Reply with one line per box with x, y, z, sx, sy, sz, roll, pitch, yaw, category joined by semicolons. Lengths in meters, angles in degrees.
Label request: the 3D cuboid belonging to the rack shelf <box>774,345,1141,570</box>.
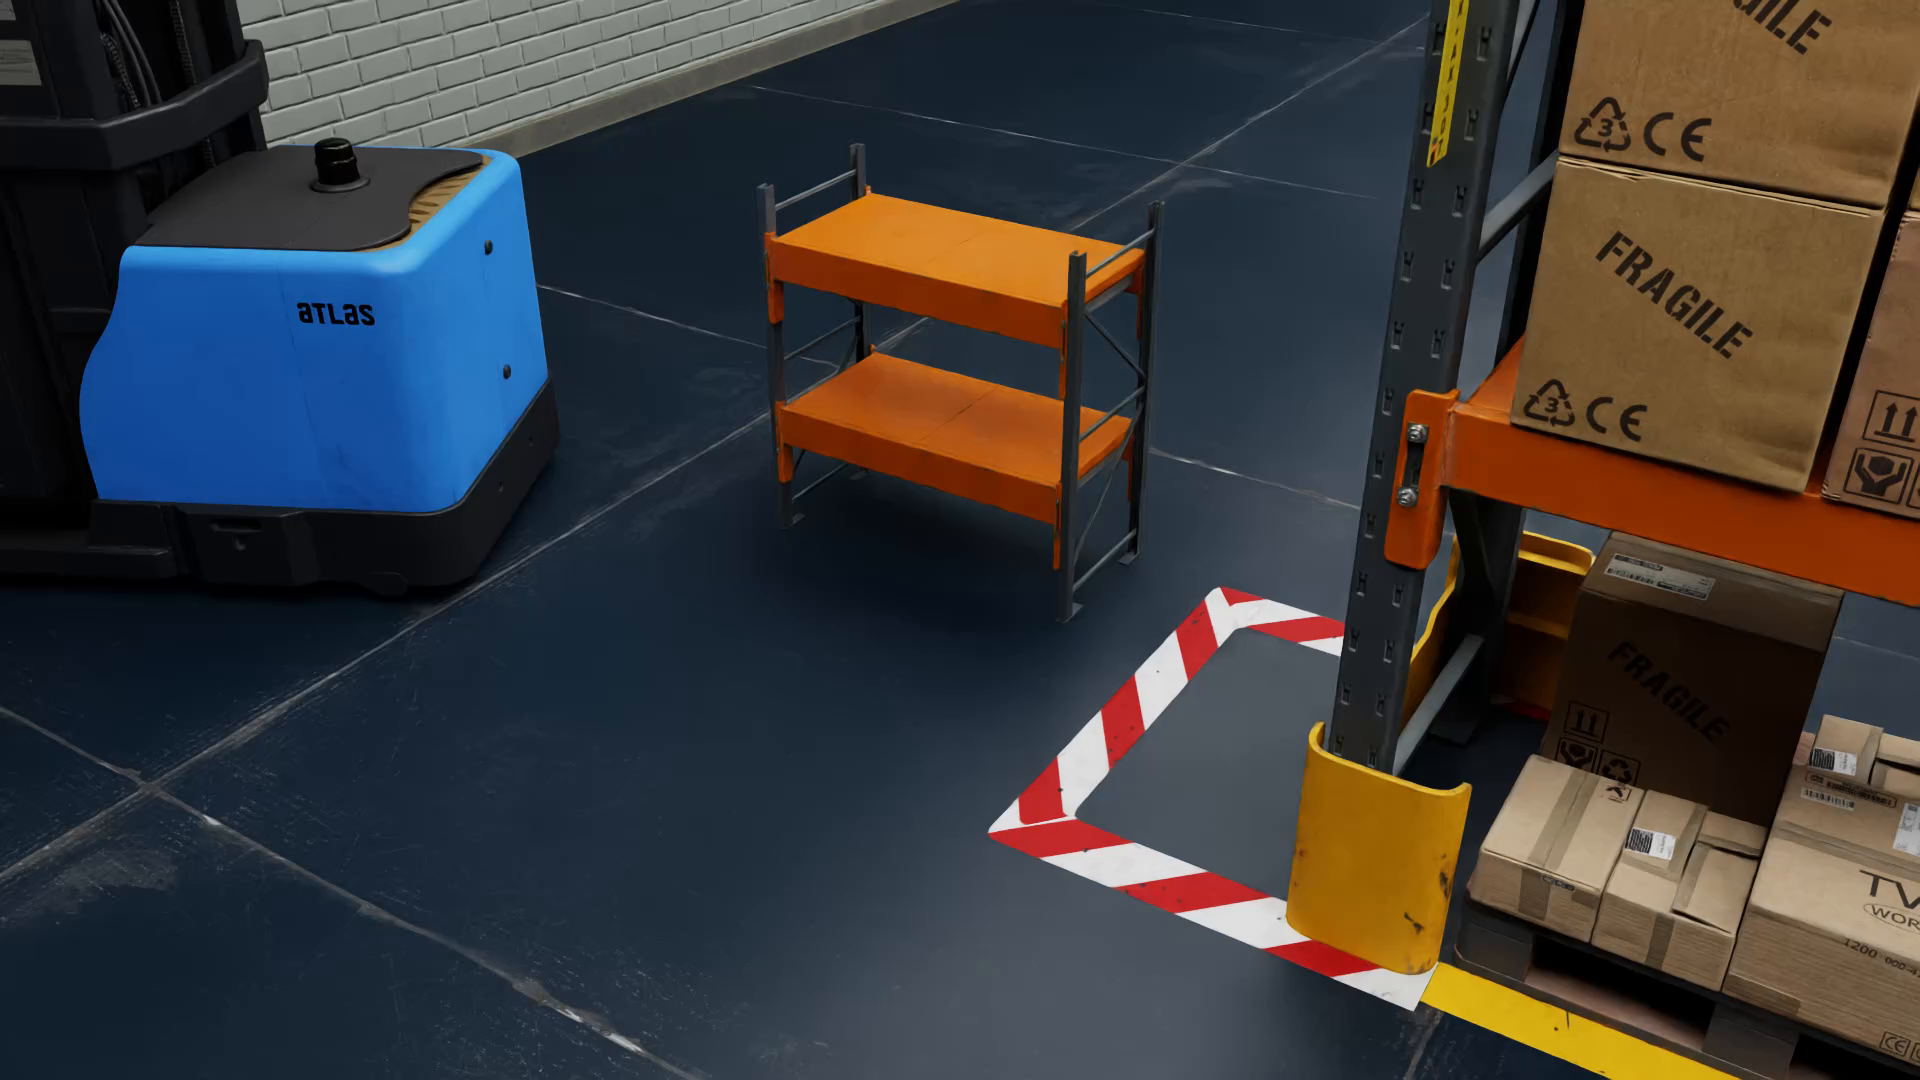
-0.006;-0.276;5.093;1.000;0.278;0.538;18;35;27;rack shelf

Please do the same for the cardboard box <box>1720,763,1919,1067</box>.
1.841;0.748;3.283;0.500;0.250;0.500;18;35;27;cardboard box

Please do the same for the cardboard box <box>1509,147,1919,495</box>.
1.343;-0.462;2.966;0.500;0.500;0.500;18;35;28;cardboard box

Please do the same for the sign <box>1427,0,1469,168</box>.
0.819;-0.792;2.772;0.005;0.325;0.100;18;35;27;sign

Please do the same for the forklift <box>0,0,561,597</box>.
-2.911;-1.392;4.727;3.031;2.935;1.130;2;30;4;forklift

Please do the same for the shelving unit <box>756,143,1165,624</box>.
-0.006;-0.488;4.970;1.048;1.125;0.538;18;35;27;shelving unit

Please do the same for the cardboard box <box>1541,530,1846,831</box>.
1.699;0.280;3.837;0.500;0.500;0.500;18;35;27;cardboard box

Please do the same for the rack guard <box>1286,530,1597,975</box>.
1.172;0.450;3.983;0.348;0.500;1.175;18;35;27;rack guard

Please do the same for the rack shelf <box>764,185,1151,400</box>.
-0.006;-0.740;4.822;1.000;0.278;0.538;18;35;27;rack shelf

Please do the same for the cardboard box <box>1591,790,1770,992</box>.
1.491;0.709;3.432;0.250;0.166;0.380;18;35;27;cardboard box

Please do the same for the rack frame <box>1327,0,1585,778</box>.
1.107;-0.650;3.388;0.127;3.000;1.000;18;35;27;rack frame

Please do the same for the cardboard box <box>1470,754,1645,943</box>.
1.279;0.650;3.551;0.250;0.149;0.380;18;35;27;cardboard box

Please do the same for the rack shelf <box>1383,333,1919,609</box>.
2.801;0.196;2.651;4.000;0.370;1.077;18;35;27;rack shelf

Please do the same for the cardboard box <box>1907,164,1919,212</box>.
1.790;-0.757;2.479;0.500;0.500;0.500;18;35;28;cardboard box

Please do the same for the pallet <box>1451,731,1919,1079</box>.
1.847;0.788;3.690;1.213;0.211;1.003;18;35;27;pallet

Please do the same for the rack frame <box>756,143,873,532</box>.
-0.436;-0.624;5.203;0.032;1.125;0.500;18;35;27;rack frame

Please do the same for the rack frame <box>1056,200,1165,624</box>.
0.425;-0.351;4.736;0.032;1.125;0.500;18;35;27;rack frame

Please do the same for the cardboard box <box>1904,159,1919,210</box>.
1.631;-0.690;3.356;0.500;0.500;0.500;19;35;29;cardboard box

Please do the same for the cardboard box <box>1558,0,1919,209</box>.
1.343;-0.894;2.714;0.500;0.500;0.500;19;35;29;cardboard box

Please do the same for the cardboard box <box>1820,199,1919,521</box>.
1.783;-0.326;2.733;0.500;0.500;0.500;17;34;27;cardboard box

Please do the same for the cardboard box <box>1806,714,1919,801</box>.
1.994;0.571;3.669;0.250;0.166;0.380;18;35;27;cardboard box
